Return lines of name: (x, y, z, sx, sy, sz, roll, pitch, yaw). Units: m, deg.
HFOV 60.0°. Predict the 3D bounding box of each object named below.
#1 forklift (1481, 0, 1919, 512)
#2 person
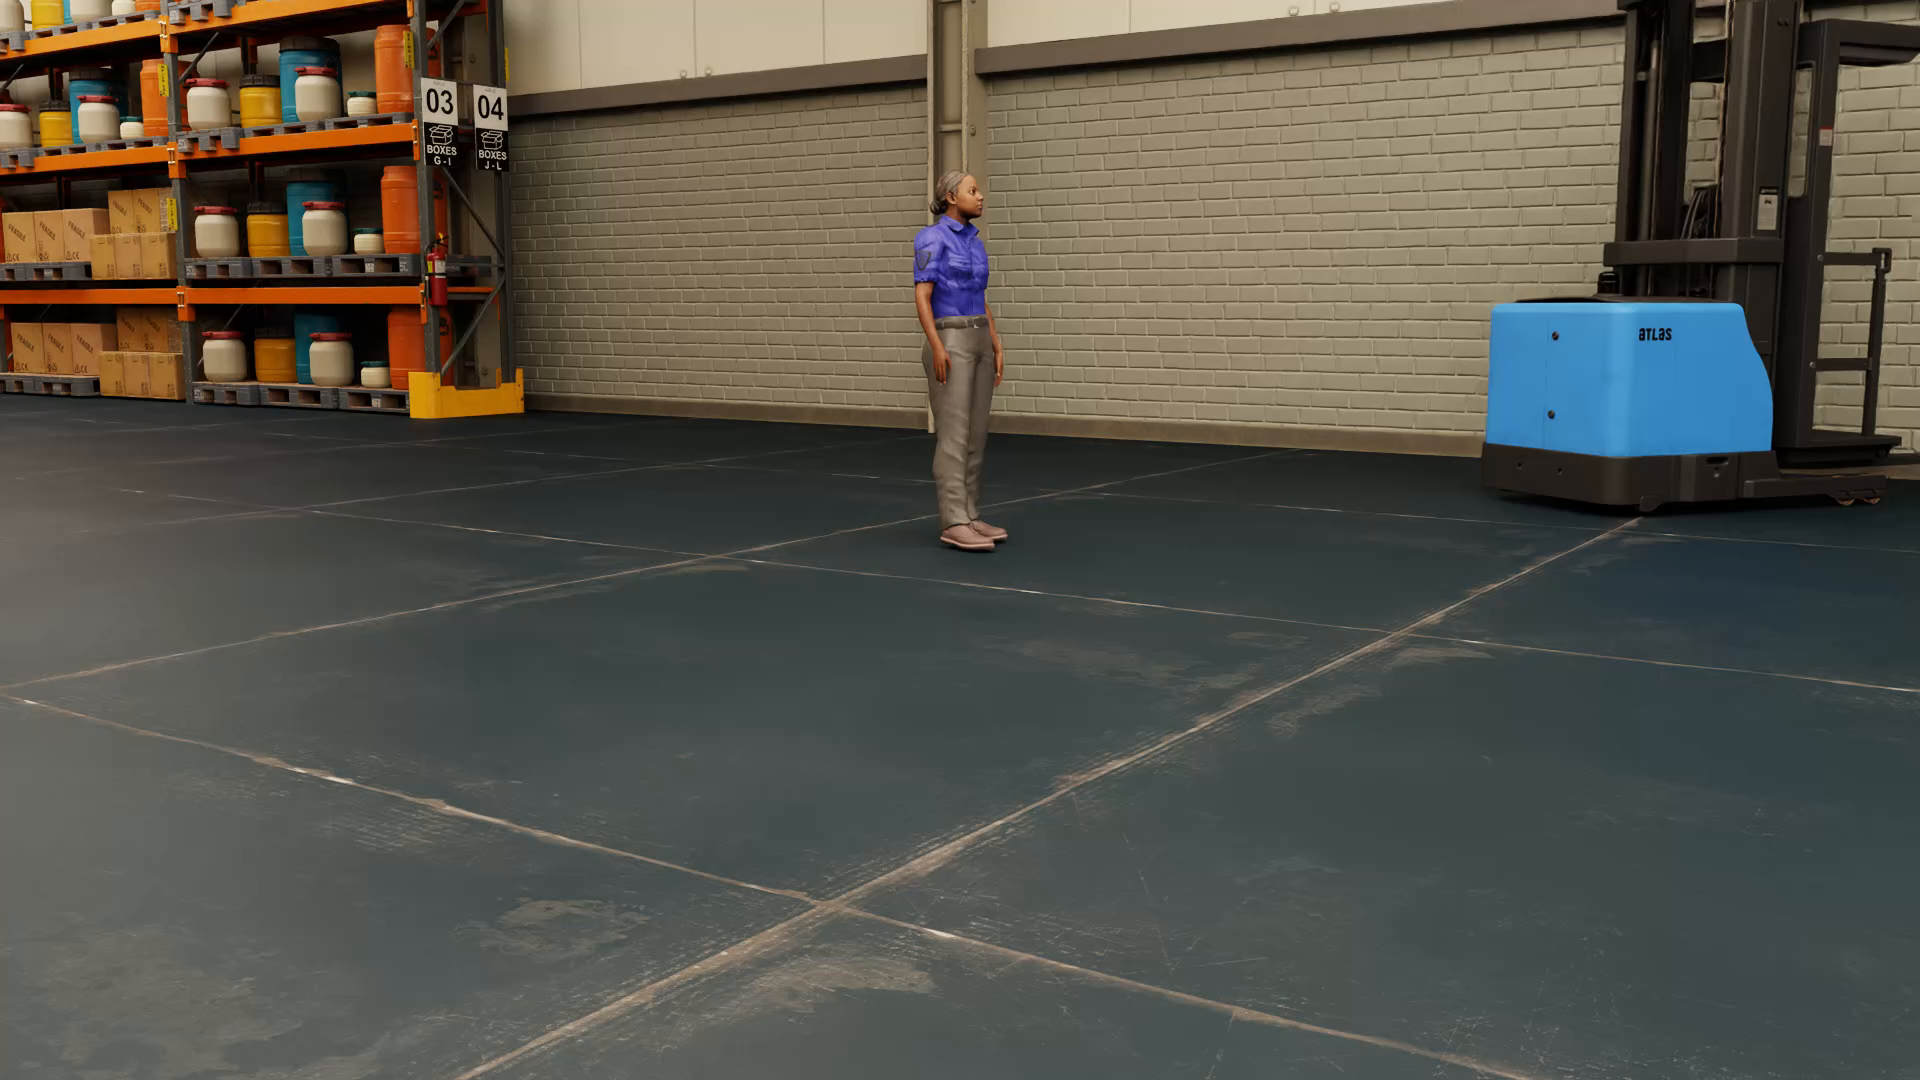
forklift: (4.449, -1.699, 9.138, 3.031, 2.935, 1.130, -3, 9, -22)
person: (0.062, -0.817, 7.422, 0.503, 1.656, 0.570, 5, 10, 34)
